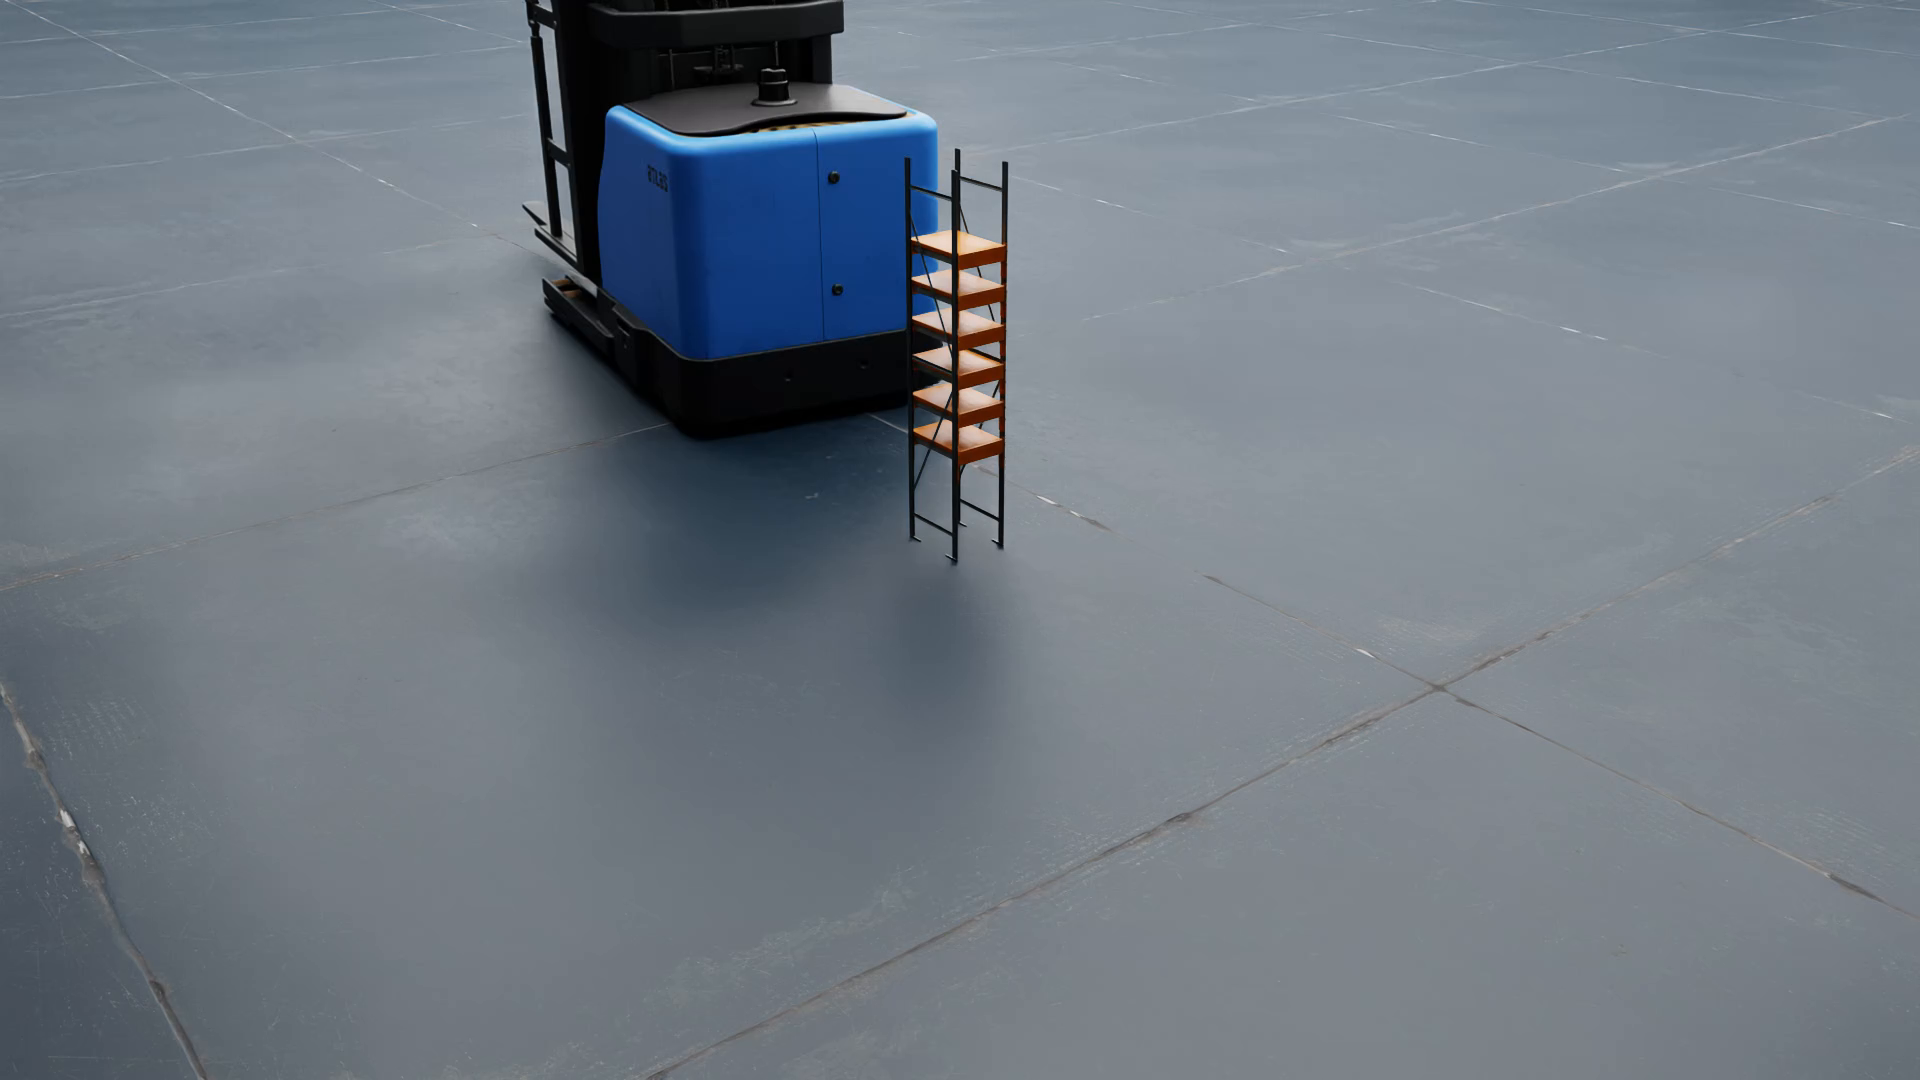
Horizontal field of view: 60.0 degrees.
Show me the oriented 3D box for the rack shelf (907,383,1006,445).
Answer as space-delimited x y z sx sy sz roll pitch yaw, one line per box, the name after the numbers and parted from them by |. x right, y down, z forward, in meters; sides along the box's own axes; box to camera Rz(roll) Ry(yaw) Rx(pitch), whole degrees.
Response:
-0.011 -0.391 5.059 0.180 0.103 0.258 -18 31 -34 | rack shelf

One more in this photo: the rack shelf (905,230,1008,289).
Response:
-0.011 -0.827 4.856 0.180 0.103 0.258 -18 31 -34 | rack shelf

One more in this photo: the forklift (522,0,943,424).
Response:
-1.198 -2.331 6.791 1.130 2.935 3.031 -13 28 -25 | forklift

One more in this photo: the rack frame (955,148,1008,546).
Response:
0.061 -0.564 5.041 0.006 1.200 0.240 -18 31 -34 | rack frame

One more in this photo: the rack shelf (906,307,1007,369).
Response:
-0.011 -0.609 4.957 0.180 0.103 0.258 -18 31 -34 | rack shelf

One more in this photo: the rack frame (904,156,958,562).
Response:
-0.083 -0.517 4.938 0.006 1.200 0.240 -18 31 -34 | rack frame

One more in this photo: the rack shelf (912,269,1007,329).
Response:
-0.011 -0.718 4.907 0.180 0.103 0.258 -18 31 -34 | rack shelf

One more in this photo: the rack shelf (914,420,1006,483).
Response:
-0.011 -0.282 5.109 0.180 0.103 0.258 -18 31 -34 | rack shelf

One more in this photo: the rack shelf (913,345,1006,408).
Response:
-0.011 -0.500 5.008 0.180 0.103 0.258 -18 31 -34 | rack shelf

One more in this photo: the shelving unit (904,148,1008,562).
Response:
-0.011 -0.540 4.989 0.189 1.200 0.258 -18 31 -34 | shelving unit
